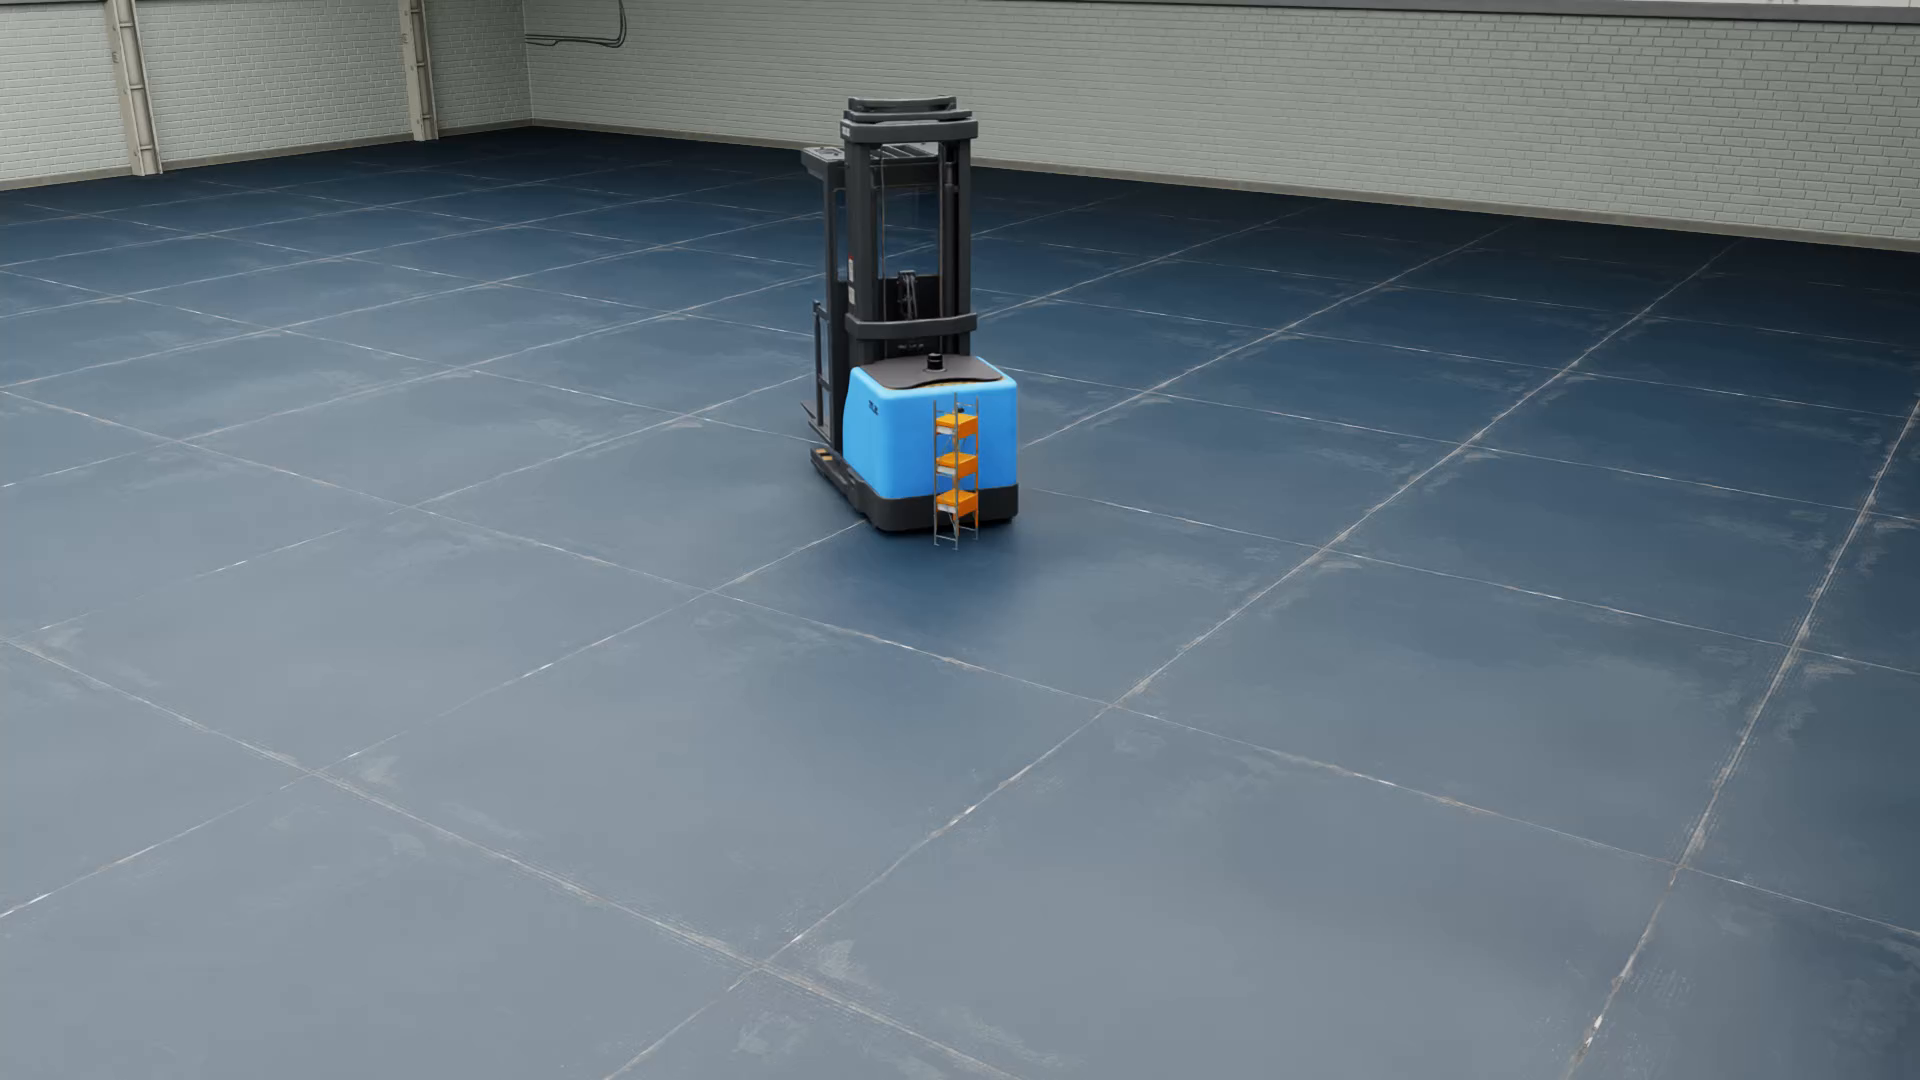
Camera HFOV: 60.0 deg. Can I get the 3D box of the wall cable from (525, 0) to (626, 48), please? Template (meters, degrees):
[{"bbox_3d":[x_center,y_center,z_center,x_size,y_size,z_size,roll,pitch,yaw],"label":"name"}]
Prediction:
[{"bbox_3d":[-8.082,-11.475,34.292,3.097,2.526,0.112,13,24,32],"label":"wall cable"}]

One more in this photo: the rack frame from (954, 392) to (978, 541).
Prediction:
[{"bbox_3d":[0.043,-0.509,11.627,0.200,1.050,0.008,14,24,33],"label":"rack frame"}]

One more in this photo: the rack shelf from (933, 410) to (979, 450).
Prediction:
[{"bbox_3d":[-0.028,-0.730,11.439,0.215,0.259,0.240,14,24,33],"label":"rack shelf"}]

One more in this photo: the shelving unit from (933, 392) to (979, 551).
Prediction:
[{"bbox_3d":[-0.028,-0.474,11.534,0.215,1.050,0.252,14,24,33],"label":"shelving unit"}]

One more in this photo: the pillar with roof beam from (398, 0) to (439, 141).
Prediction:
[{"bbox_3d":[-7.271,-11.505,29.896,9.100,9.000,0.400,13,24,32],"label":"pillar with roof beam"}]

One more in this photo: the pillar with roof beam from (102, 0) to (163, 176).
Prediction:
[{"bbox_3d":[-10.644,-9.783,25.242,9.100,9.000,0.400,13,24,32],"label":"pillar with roof beam"}]

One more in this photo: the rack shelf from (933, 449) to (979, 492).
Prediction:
[{"bbox_3d":[-0.028,-0.464,11.538,0.215,0.259,0.240,14,24,33],"label":"rack shelf"}]

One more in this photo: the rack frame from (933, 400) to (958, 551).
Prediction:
[{"bbox_3d":[-0.098,-0.440,11.440,0.200,1.050,0.008,14,24,33],"label":"rack frame"}]

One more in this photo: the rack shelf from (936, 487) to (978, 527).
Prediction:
[{"bbox_3d":[-0.028,-0.204,11.634,0.215,0.259,0.240,14,24,33],"label":"rack shelf"}]

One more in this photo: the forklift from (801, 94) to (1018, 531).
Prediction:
[{"bbox_3d":[-0.550,-1.913,12.713,1.130,2.935,3.031,-7,21,-18],"label":"forklift"}]
